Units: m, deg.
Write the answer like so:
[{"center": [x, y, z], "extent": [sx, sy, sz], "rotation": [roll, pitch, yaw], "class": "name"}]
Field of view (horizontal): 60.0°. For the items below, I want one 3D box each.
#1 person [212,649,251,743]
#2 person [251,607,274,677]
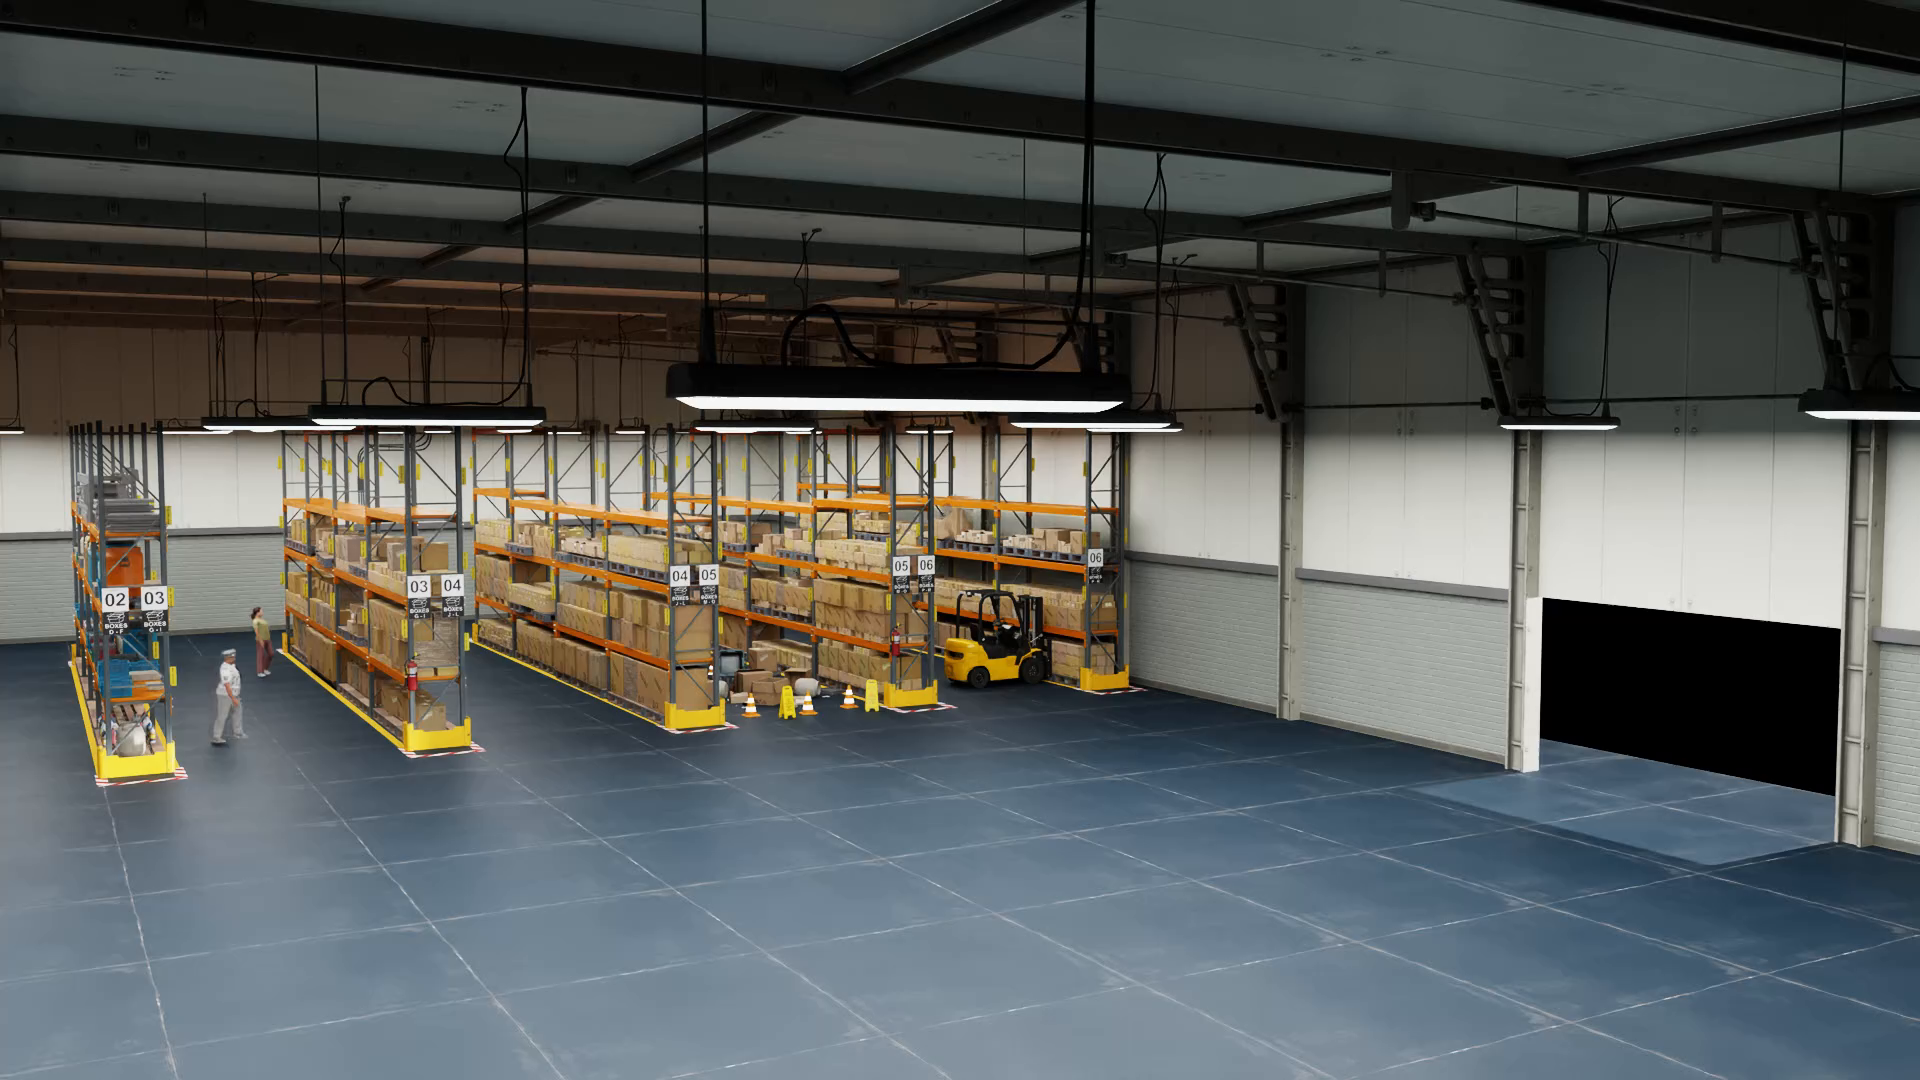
[{"center": [-13.763, 2.936, 31.335], "extent": [0.549, 1.787, 0.704], "rotation": [0, 4, -5], "class": "person"}, {"center": [-16.704, 2.427, 39.808], "extent": [0.499, 1.669, 0.512], "rotation": [2, 4, 25], "class": "person"}]
